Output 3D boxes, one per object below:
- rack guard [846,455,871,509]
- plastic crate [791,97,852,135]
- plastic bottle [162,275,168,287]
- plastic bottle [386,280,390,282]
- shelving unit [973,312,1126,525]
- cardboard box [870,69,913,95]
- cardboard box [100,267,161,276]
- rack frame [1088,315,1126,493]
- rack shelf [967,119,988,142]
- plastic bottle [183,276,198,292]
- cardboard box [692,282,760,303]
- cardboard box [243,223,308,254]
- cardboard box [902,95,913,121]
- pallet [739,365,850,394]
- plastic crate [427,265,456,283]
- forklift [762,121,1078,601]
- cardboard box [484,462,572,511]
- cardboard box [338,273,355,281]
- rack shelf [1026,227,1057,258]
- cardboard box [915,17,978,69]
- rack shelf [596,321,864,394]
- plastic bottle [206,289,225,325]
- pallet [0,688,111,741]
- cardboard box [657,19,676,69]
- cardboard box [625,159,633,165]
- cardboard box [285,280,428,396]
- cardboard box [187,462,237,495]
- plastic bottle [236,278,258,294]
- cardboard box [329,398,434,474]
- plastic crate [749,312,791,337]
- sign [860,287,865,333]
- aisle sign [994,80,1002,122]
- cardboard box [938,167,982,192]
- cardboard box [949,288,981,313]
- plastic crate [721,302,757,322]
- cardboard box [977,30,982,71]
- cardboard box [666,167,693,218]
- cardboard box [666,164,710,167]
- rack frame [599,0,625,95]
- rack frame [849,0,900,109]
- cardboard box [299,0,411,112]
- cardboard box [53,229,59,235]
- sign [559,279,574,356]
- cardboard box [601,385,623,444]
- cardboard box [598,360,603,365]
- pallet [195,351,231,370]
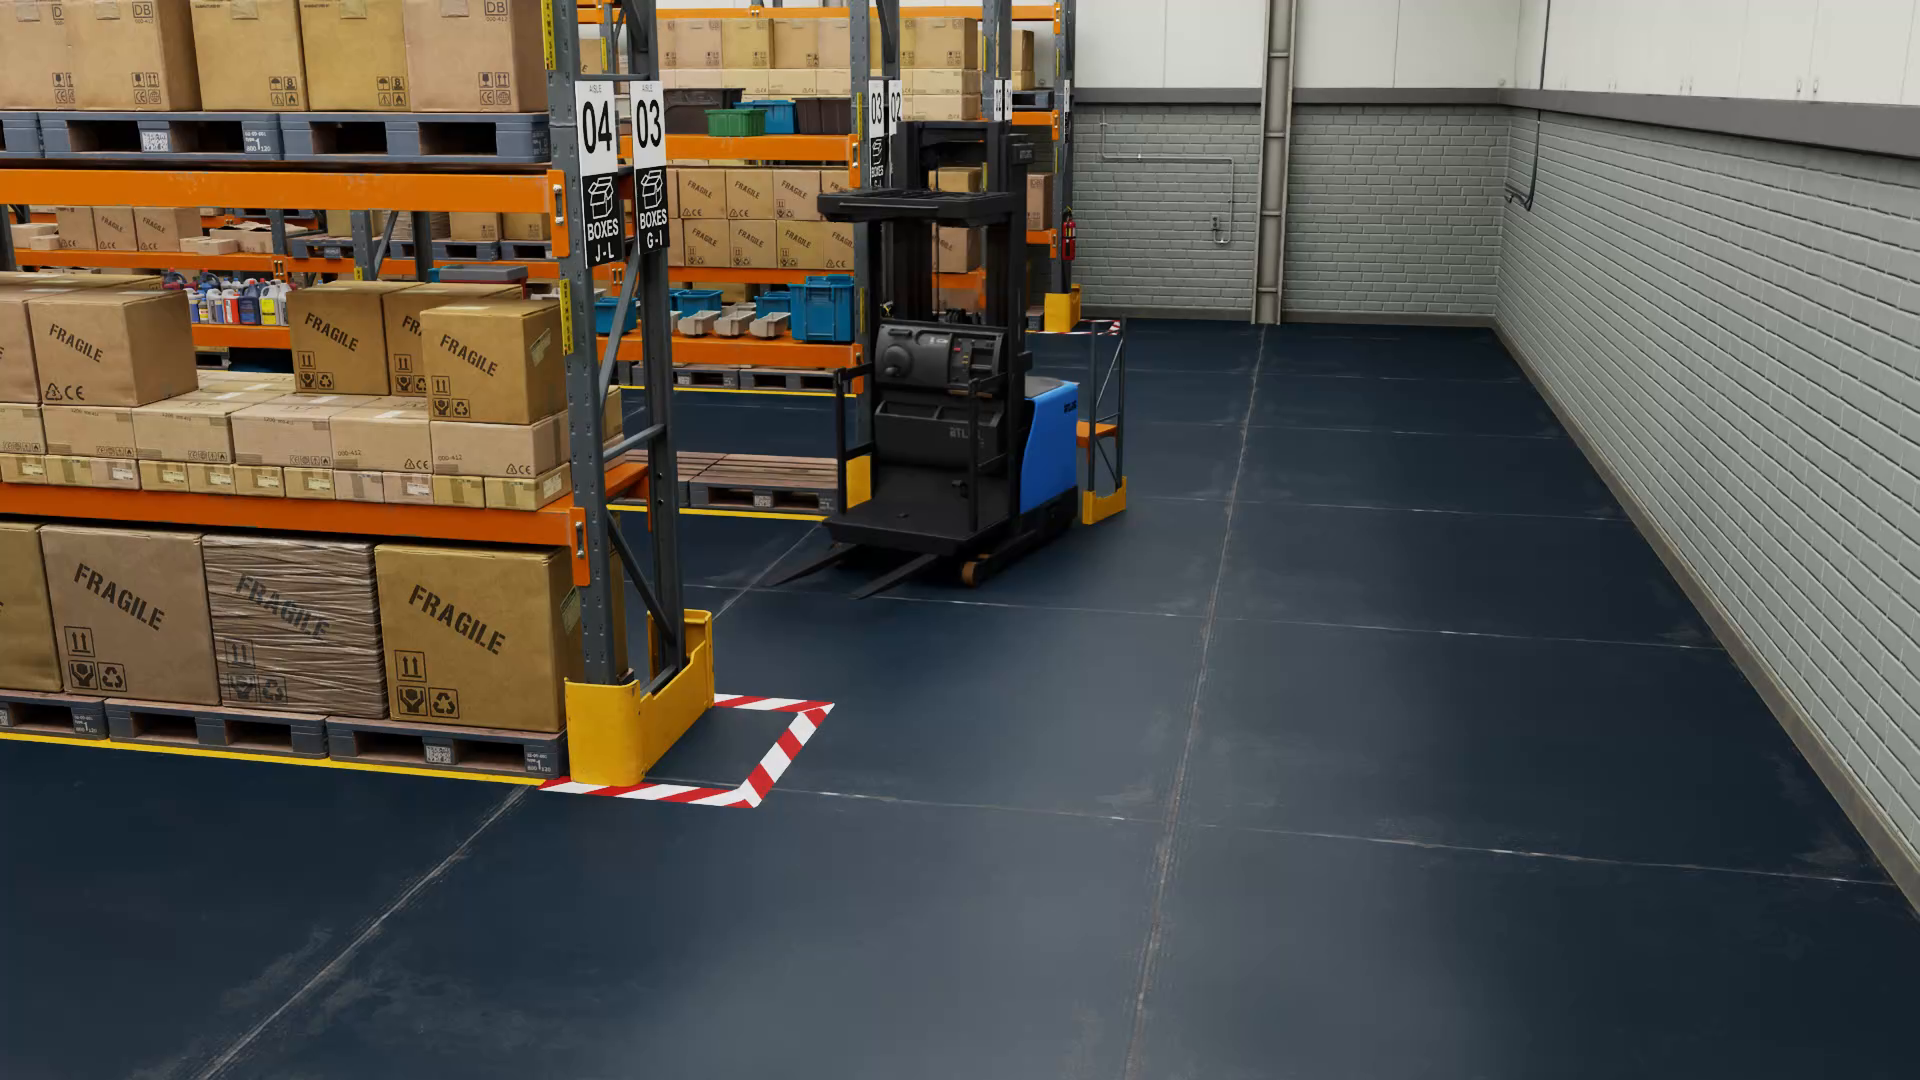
[{"bbox_3d":[-0.588,-0.539,13.001,0.348,0.500,1.175,3,16,11],"label":"rack guard"},{"bbox_3d":[-0.936,-3.217,12.613,0.590,0.269,0.497,3,16,11],"label":"plastic crate"},{"bbox_3d":[-6.852,-2.140,14.317,0.133,0.283,0.061,3,16,11],"label":"plastic bottle"},{"bbox_3d":[-4.808,-2.029,13.916,0.133,0.283,0.061,3,16,11],"label":"plastic bottle"},{"bbox_3d":[0.678,-0.979,12.718,1.083,1.500,0.587,10,18,31],"label":"shelving unit"},{"bbox_3d":[-0.667,-4.638,16.843,0.500,0.250,0.500,3,16,11],"label":"cardboard box"},{"bbox_3d":[-12.391,-4.049,24.848,0.500,0.500,0.700,2,16,8],"label":"cardboard box"},{"bbox_3d":[1.100,-0.908,12.461,0.032,1.500,0.500,10,18,31],"label":"rack frame"},{"bbox_3d":[-1.583,-4.242,17.416,4.000,0.370,1.077,3,16,11],"label":"rack shelf"},{"bbox_3d":[-6.552,-2.107,14.198,0.133,0.283,0.061,3,16,11],"label":"plastic bottle"},{"bbox_3d":[-3.222,-3.713,23.016,0.750,0.750,0.750,3,16,12],"label":"cardboard box"},{"bbox_3d":[-7.810,-3.450,18.996,0.500,0.311,0.500,4,16,15],"label":"cardboard box"},{"bbox_3d":[-0.667,-4.398,16.912,0.500,0.250,0.500,3,16,11],"label":"cardboard box"},{"bbox_3d":[-1.671,-1.805,18.112,1.213,0.211,1.003,3,16,11],"label":"pallet"},{"bbox_3d":[-4.008,-2.040,13.654,0.575,0.384,0.392,3,16,11],"label":"plastic crate"},{"bbox_3d":[-0.237,-1.244,10.992,1.130,2.935,3.031,8,17,26],"label":"forklift"},{"bbox_3d":[-2.015,-0.257,7.773,0.250,0.149,0.380,3,16,12],"label":"cardboard box"},{"bbox_3d":[-8.666,-3.892,24.281,0.500,0.500,0.700,3,16,12],"label":"cardboard box"},{"bbox_3d":[-0.599,-4.093,22.495,4.000,0.370,1.077,3,16,11],"label":"rack shelf"},{"bbox_3d":[-0.130,-5.036,16.872,0.500,0.500,0.700,3,16,11],"label":"cardboard box"},{"bbox_3d":[-2.574,-1.501,13.139,4.000,0.370,1.077,3,16,11],"label":"rack shelf"},{"bbox_3d":[-5.968,-1.884,13.407,0.135,0.276,0.152,3,16,11],"label":"plastic bottle"},{"bbox_3d":[-4.791,0.746,8.902,1.213,0.211,1.003,3,16,11],"label":"pallet"},{"bbox_3d":[-3.059,-5.209,17.500,0.500,0.500,0.700,3,16,11],"label":"cardboard box"},{"bbox_3d":[-4.567,-5.150,22.778,0.500,0.250,0.500,3,16,10],"label":"cardboard box"},{"bbox_3d":[-3.016,-1.027,8.399,0.500,0.500,0.500,3,16,10],"label":"cardboard box"},{"bbox_3d":[-3.513,-0.339,8.067,0.250,0.149,0.380,3,16,12],"label":"cardboard box"},{"bbox_3d":[-6.046,-2.080,14.115,0.135,0.276,0.152,3,16,11],"label":"plastic bottle"},{"bbox_3d":[-2.626,-0.500,7.903,0.500,0.250,0.500,3,16,10],"label":"cardboard box"},{"bbox_3d":[-1.449,-1.639,12.672,0.243,0.136,0.396,3,16,11],"label":"plastic crate"},{"bbox_3d":[-0.708,-1.675,12.115,0.005,0.325,0.100,3,16,11],"label":"sign"},{"bbox_3d":[0.383,-4.206,16.687,0.004,0.787,0.394,3,16,11],"label":"aisle sign"},{"bbox_3d":[-0.005,-3.660,17.524,0.500,0.500,0.500,4,16,13],"label":"cardboard box"},{"bbox_3d":[0.164,-3.368,22.429,0.500,0.500,0.700,3,16,11],"label":"cardboard box"},{"bbox_3d":[-1.753,-1.817,13.315,0.298,0.136,0.250,3,16,11],"label":"plastic crate"},{"bbox_3d":[0.101,-6.315,21.455,0.500,0.500,0.500,4,16,13],"label":"cardboard box"},{"bbox_3d":[-3.137,-3.681,17.602,0.500,0.500,0.500,4,16,13],"label":"cardboard box"},{"bbox_3d":[-2.996,-3.821,18.105,0.500,0.500,0.500,3,16,11],"label":"cardboard box"},{"bbox_3d":[-3.543,-6.141,17.304,0.127,3.000,1.000,3,16,11],"label":"rack frame"},{"bbox_3d":[-0.614,-4.632,11.858,0.127,3.000,1.000,3,16,11],"label":"rack frame"},{"bbox_3d":[-2.648,-2.265,7.770,0.500,0.500,0.700,3,16,9],"label":"cardboard box"},{"bbox_3d":[-10.484,-3.612,19.663,0.258,0.266,0.396,3,16,10],"label":"cardboard box"},{"bbox_3d":[-1.723,-0.977,7.286,0.005,0.325,0.100,3,16,11],"label":"sign"},{"bbox_3d":[-2.017,-0.613,8.309,0.500,0.250,0.500,3,16,10],"label":"cardboard box"},{"bbox_3d":[-4.084,-2.208,18.204,0.500,0.500,0.500,3,16,11],"label":"cardboard box"},{"bbox_3d":[-8.262,-2.173,19.440,1.213,0.211,1.003,3,16,11],"label":"pallet"}]
